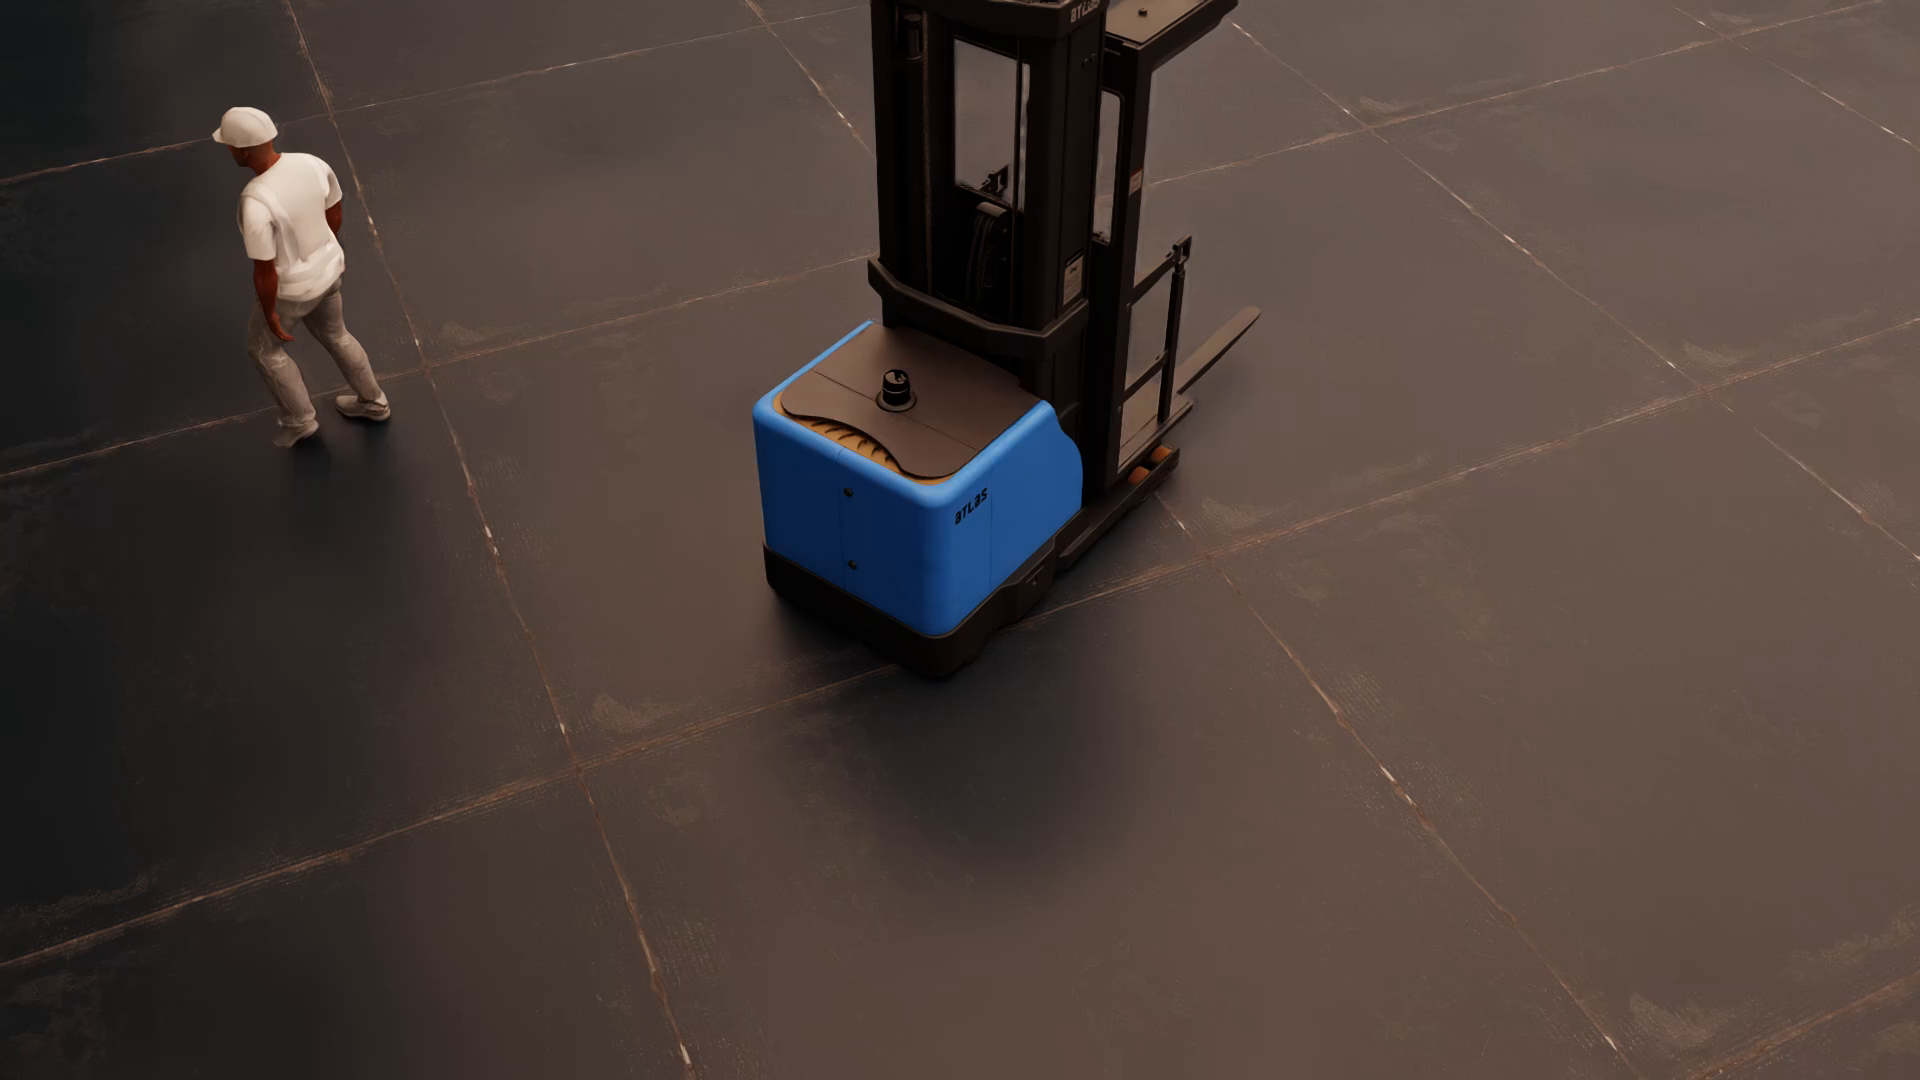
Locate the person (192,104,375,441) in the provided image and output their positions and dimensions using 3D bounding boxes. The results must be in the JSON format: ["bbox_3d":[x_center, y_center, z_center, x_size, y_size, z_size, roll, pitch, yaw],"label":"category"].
[{"bbox_3d":[-3.197,-1.270,7.903,0.448,1.759,0.630,12,44,12],"label":"person"}]

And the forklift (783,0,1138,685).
[{"bbox_3d":[0.148,-1.477,7.262,1.130,2.935,3.031,10,44,11],"label":"forklift"}]
